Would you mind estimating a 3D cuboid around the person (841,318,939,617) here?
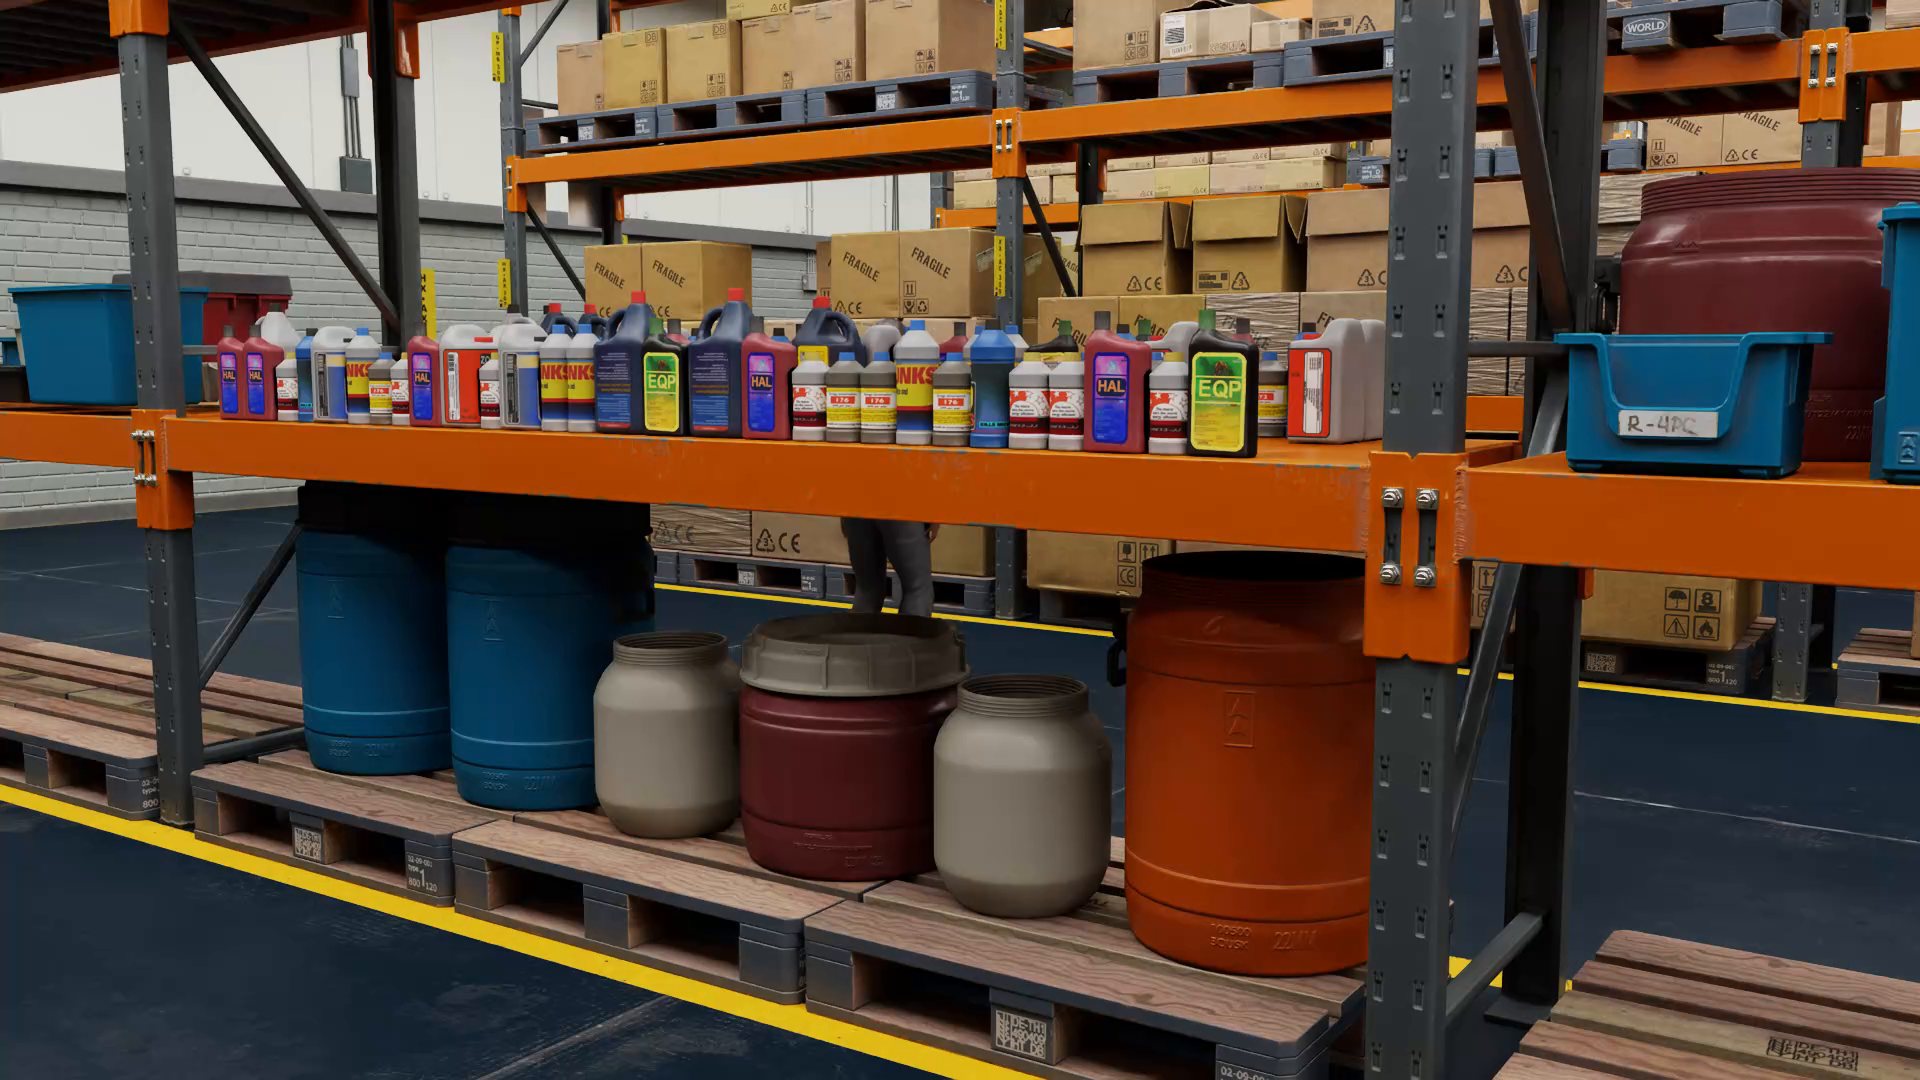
[{"bbox_3d":[-0.304,-0.128,7.175,0.518,1.653,0.349,4,7,31],"label":"person"}]
